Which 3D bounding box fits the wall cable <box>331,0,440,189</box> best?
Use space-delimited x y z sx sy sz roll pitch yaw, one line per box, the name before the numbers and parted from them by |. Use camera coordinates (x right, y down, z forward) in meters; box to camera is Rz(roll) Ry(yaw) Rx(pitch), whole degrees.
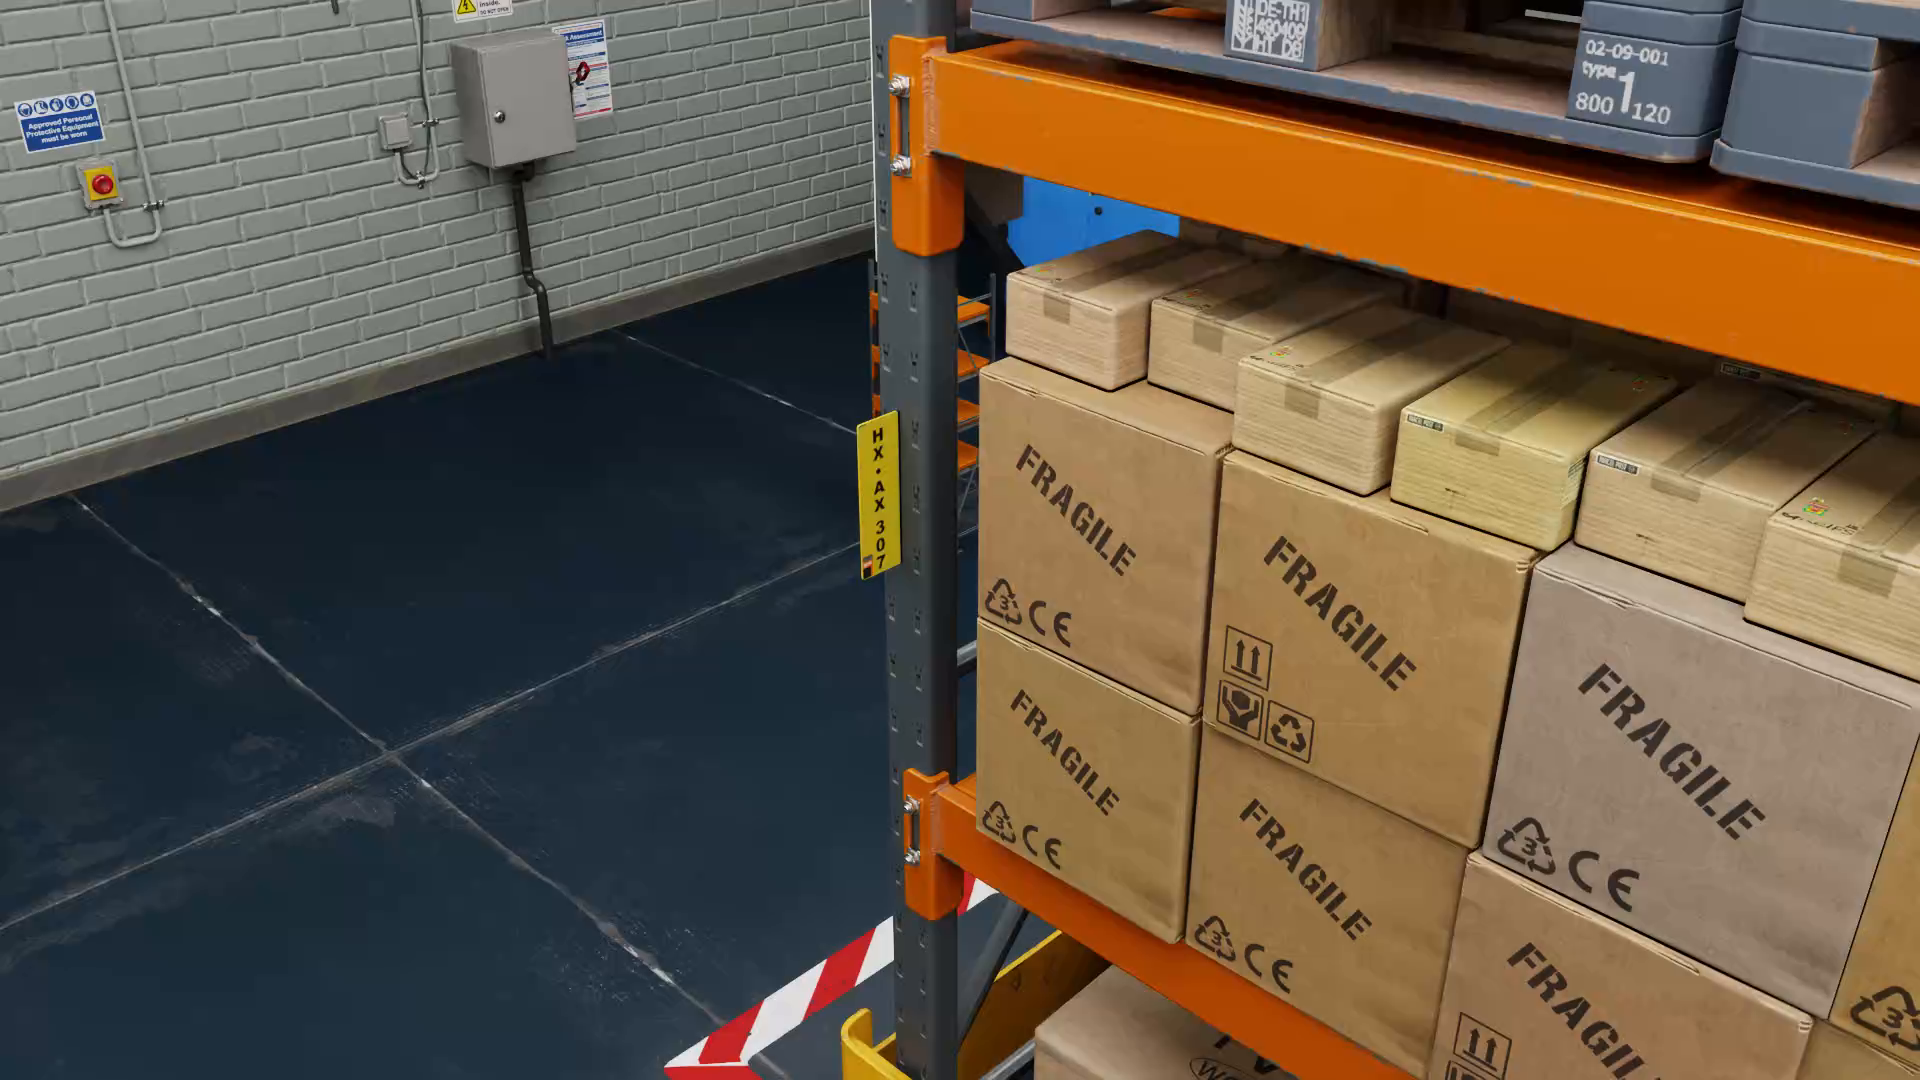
wall cable | -2.811 -2.603 7.886 0.122 1.984 0.588 25 36 38

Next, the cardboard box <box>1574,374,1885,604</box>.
cardboard box | 1.065 -0.080 2.301 0.380 0.149 0.250 -25 37 -39

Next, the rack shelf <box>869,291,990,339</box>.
rack shelf | -0.118 -0.933 6.891 0.480 0.148 0.258 25 36 38

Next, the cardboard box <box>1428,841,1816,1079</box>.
cardboard box | 1.111 0.689 2.610 0.500 0.500 0.500 24 36 38

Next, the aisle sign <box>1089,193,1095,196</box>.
aisle sign | 0.406 -1.124 3.371 0.004 0.787 0.394 25 36 38

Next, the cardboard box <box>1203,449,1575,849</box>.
cardboard box | 0.756 0.084 2.686 0.500 0.500 0.500 23 36 37

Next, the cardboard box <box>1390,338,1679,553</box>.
cardboard box | 0.841 -0.148 2.430 0.250 0.149 0.380 23 36 37

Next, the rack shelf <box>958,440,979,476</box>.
rack shelf | -0.118 -0.350 7.197 0.480 0.148 0.258 25 36 38

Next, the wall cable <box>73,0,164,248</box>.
wall cable | -3.797 -2.142 6.976 0.123 1.953 0.585 25 36 38

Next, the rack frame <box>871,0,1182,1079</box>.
rack frame | 0.240 0.153 3.736 0.127 3.000 1.000 25 36 38

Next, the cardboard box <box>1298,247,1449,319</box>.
cardboard box | 0.834 -0.495 3.090 0.380 0.149 0.250 -25 36 -38

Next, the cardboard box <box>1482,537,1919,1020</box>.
cardboard box | 1.128 0.249 2.371 0.500 0.500 0.500 24 36 38

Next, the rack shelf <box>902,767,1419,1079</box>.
rack shelf | 1.666 1.124 2.662 4.000 0.370 1.077 25 36 38

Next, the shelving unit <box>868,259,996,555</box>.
shelving unit | -0.118 -0.585 7.073 0.503 1.200 0.258 25 36 38

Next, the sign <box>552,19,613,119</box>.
sign | -2.022 -2.518 8.917 0.001 0.494 0.329 25 36 38

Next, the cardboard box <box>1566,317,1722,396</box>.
cardboard box | 1.228 -0.343 2.801 0.380 0.149 0.250 -24 36 -38

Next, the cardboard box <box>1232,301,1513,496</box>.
cardboard box | 0.641 -0.228 2.582 0.380 0.149 0.250 -24 36 -38

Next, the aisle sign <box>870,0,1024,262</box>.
aisle sign | -0.015 -0.925 2.992 0.004 0.787 0.394 25 36 38

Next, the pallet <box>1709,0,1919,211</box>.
pallet | 1.650 -0.498 1.847 1.213 0.211 1.003 25 36 38

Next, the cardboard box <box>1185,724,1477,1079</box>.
cardboard box | 0.761 0.517 2.937 0.500 0.500 0.500 24 36 38

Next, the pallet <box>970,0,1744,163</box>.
pallet | 0.776 -0.897 2.604 1.213 0.211 1.003 25 36 38

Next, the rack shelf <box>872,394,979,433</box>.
rack shelf | -0.118 -0.526 7.105 0.480 0.148 0.258 25 36 38

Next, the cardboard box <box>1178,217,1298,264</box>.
cardboard box | 0.636 -0.570 3.232 0.380 0.149 0.250 -25 36 -39

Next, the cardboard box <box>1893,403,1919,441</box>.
cardboard box | 1.584 -0.172 2.475 0.380 0.149 0.250 -24 36 -38

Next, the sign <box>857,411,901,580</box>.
sign | -0.154 -0.083 3.169 0.005 0.325 0.100 25 36 38

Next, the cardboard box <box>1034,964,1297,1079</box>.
cardboard box | 0.781 1.284 3.888 0.875 0.438 0.875 23 36 37

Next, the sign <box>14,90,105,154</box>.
sign | -3.875 -1.802 7.164 0.001 0.218 0.327 25 36 38

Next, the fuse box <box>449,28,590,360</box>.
fuse box | -2.221 -1.758 8.755 0.414 1.711 0.539 25 36 38

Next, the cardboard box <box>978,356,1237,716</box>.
cardboard box | 0.382 -0.082 3.002 0.500 0.500 0.500 24 36 37

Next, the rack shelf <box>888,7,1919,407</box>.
rack shelf | 1.666 -0.203 1.964 4.000 0.370 1.077 25 36 38

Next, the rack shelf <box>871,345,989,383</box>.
rack shelf | -0.118 -0.724 7.001 0.480 0.148 0.258 25 36 38

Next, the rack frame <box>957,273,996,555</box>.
rack frame | 0.056 -0.505 6.922 0.015 1.200 0.240 25 36 38

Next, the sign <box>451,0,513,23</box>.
sign | -2.407 -2.743 8.356 0.001 0.242 0.339 25 36 38

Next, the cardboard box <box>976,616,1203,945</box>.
cardboard box | 0.381 0.361 3.233 0.500 0.500 0.500 24 36 38

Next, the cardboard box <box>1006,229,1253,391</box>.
cardboard box | 0.299 -0.413 2.934 0.380 0.149 0.250 -24 36 -38

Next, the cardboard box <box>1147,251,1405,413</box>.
cardboard box | 0.536 -0.351 2.816 0.380 0.149 0.250 -24 36 -38

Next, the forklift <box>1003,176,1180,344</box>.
forklift | 1.414 -2.802 9.429 1.130 2.935 3.031 15 31 26

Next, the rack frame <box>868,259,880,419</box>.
rack frame | -0.292 -0.665 7.225 0.015 1.200 0.240 25 36 38

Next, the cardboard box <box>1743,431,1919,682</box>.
cardboard box | 1.214 0.015 2.119 0.380 0.149 0.250 -25 37 -39

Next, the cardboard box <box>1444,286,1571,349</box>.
cardboard box | 1.077 -0.439 2.983 0.250 0.149 0.380 24 36 38

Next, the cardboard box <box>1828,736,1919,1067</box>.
cardboard box | 1.485 0.412 2.062 0.500 0.500 0.500 25 37 39

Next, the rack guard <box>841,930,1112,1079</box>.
rack guard | 0.223 1.252 4.332 0.348 0.500 1.175 25 36 38

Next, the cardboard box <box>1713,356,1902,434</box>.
cardboard box | 1.365 -0.234 2.594 0.250 0.149 0.380 24 36 38

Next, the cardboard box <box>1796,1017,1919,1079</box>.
cardboard box | 1.480 0.847 2.310 0.500 0.500 0.500 -24 36 -38
